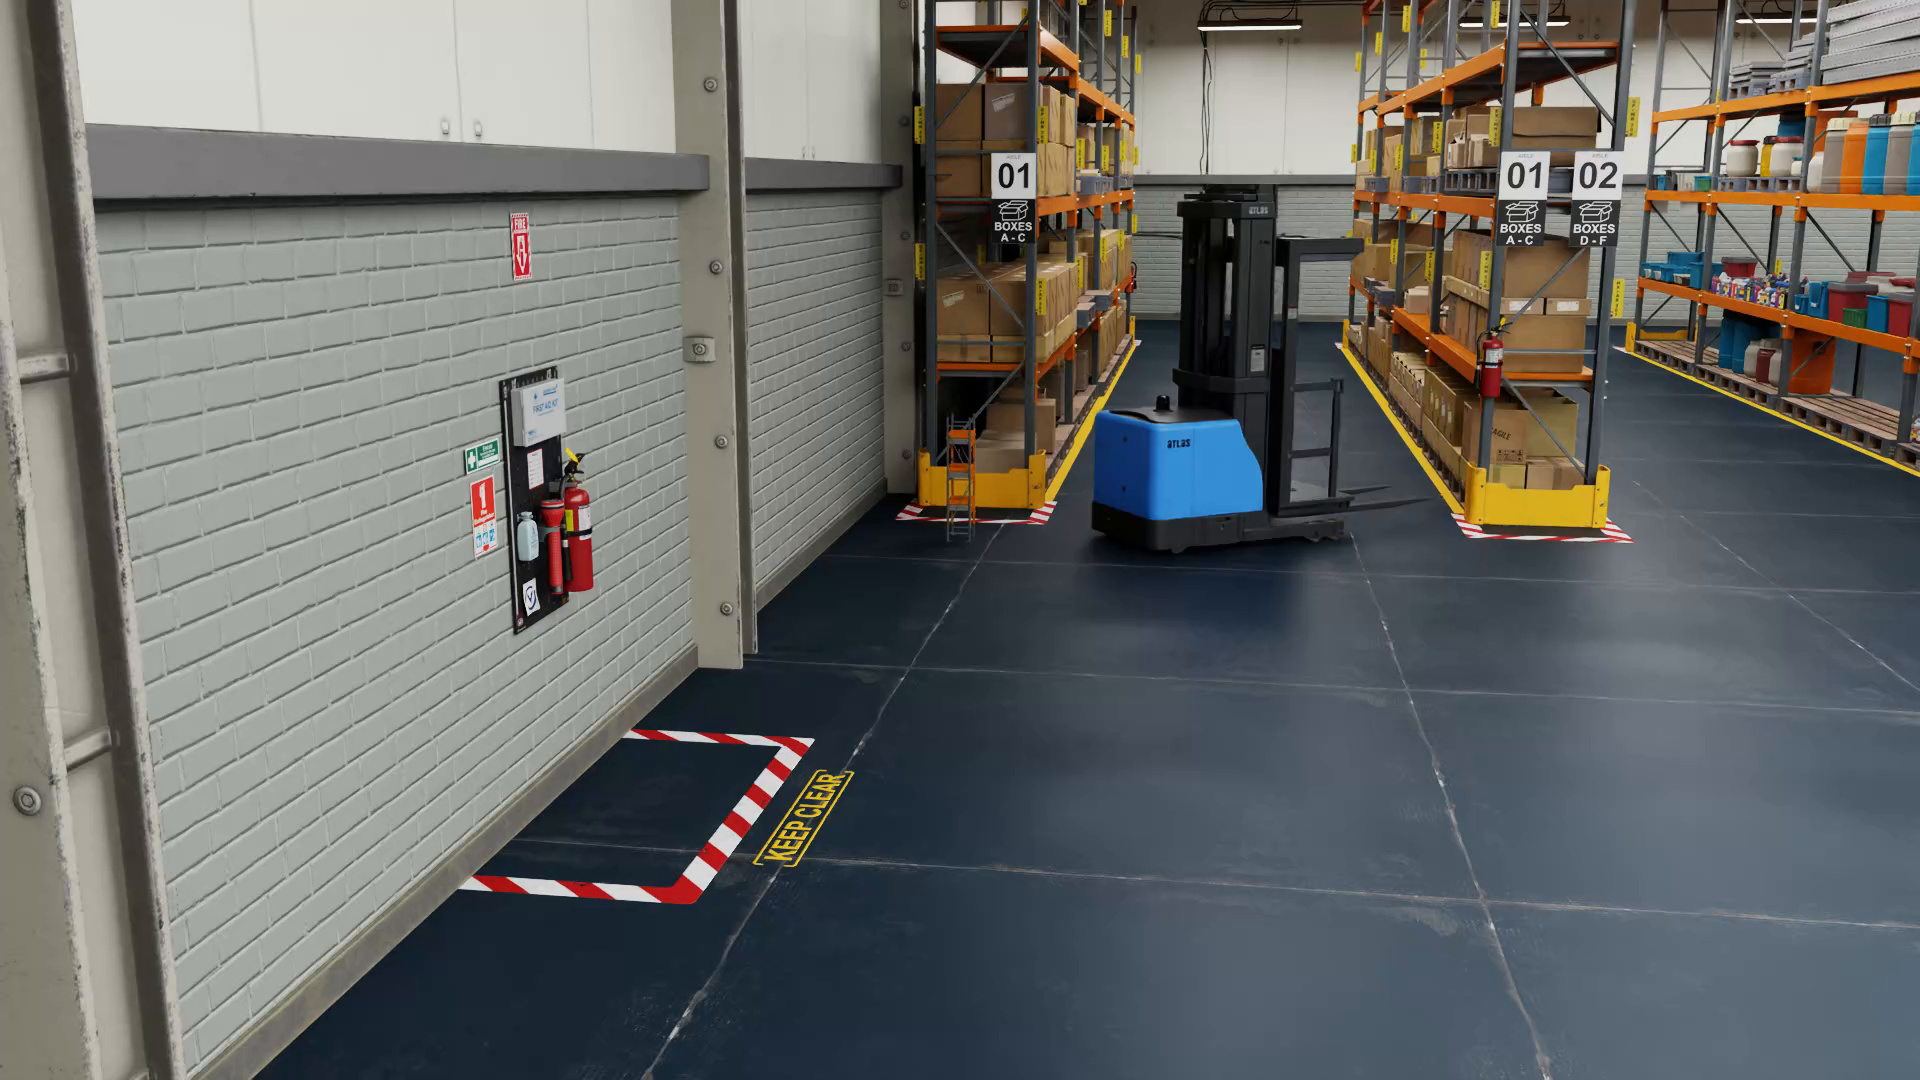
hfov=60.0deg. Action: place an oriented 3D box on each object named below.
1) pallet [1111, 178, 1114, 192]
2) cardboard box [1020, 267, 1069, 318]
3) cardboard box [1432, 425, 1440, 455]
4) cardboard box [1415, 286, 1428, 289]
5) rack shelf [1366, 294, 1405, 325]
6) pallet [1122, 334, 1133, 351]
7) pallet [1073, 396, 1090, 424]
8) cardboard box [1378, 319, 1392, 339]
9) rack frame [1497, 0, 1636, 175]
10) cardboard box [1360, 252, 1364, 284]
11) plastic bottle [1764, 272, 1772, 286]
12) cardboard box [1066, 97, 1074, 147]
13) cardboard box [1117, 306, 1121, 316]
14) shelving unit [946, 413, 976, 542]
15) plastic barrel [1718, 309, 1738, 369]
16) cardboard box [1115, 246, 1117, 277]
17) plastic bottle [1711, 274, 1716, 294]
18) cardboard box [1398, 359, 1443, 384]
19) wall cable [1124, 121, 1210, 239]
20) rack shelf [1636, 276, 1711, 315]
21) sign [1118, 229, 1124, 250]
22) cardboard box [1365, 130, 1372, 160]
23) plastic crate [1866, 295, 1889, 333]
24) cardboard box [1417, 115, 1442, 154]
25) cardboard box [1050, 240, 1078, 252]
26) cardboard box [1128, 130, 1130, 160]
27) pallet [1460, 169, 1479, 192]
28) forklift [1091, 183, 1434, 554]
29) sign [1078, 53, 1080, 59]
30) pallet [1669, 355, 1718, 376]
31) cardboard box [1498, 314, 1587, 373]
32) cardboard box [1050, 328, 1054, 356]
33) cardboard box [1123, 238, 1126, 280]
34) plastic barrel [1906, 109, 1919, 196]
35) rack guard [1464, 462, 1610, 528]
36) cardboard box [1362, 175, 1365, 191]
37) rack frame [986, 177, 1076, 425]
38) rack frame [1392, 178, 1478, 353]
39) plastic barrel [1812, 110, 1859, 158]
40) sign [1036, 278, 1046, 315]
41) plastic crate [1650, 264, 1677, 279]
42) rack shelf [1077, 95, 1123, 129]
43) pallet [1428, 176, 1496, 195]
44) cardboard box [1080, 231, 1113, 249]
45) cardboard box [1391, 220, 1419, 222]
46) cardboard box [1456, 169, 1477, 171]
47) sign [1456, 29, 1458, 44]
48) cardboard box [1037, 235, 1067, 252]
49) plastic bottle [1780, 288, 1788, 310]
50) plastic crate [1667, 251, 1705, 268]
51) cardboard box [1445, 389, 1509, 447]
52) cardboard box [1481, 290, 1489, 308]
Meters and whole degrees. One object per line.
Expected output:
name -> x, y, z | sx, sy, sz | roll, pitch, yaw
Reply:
pallet -> 1.944, -5.468, 25.579 | 0.805, 0.209, 1.217 | 1, 12, 6
cardboard box -> 0.879, -2.608, 17.504 | 0.500, 0.500, 0.500 | 2, 12, 7
cardboard box -> 5.166, -1.029, 17.178 | 0.500, 0.250, 0.500 | 2, 12, 9
cardboard box -> 6.217, -3.177, 21.827 | 0.500, 0.311, 0.500 | 3, 12, 12
rack shelf -> 6.624, -3.360, 24.170 | 1.077, 0.370, 4.000 | 2, 12, 9
pallet -> 2.605, -3.588, 30.141 | 1.003, 0.211, 1.213 | 2, 12, 9
pallet -> 1.109, -1.676, 21.268 | 1.003, 0.211, 1.213 | 2, 12, 9
cardboard box -> 6.386, -3.082, 24.283 | 0.500, 0.250, 0.500 | 2, 12, 8
rack frame -> 5.086, -4.562, 13.803 | 1.000, 3.000, 0.127 | 2, 12, 9
cardboard box -> 6.909, -4.503, 27.532 | 0.500, 0.500, 0.500 | 2, 12, 10
plastic bottle -> 11.864, -3.745, 24.368 | 0.144, 0.351, 0.185 | 2, 12, 9
cardboard box -> 0.922, -4.408, 17.548 | 0.500, 0.500, 0.500 | 3, 12, 12
cardboard box -> 2.565, -3.914, 28.433 | 0.380, 0.149, 0.250 | 2, 12, 7
shelving unit -> 0.008, -0.524, 13.934 | 0.215, 1.050, 0.252 | 2, 12, 9
plastic barrel -> 11.724, -3.033, 24.932 | 0.600, 0.901, 0.708 | 2, 12, 9
cardboard box -> 2.214, -4.387, 26.240 | 0.500, 0.500, 0.500 | 2, 12, 8
plastic bottle -> 11.347, -3.847, 25.000 | 0.061, 0.283, 0.133 | 2, 12, 9
cardboard box -> 5.792, -2.115, 20.886 | 0.500, 0.311, 0.500 | 2, 12, 7
wall cable -> 3.874, -7.701, 35.736 | 3.097, 2.526, 0.112 | 2, 12, 9
rack shelf -> 12.133, -4.031, 27.286 | 1.077, 0.370, 4.000 | 2, 12, 9
sign -> 2.573, -4.799, 26.582 | 0.100, 0.325, 0.005 | 2, 12, 9
cardboard box -> 7.323, -6.756, 28.489 | 0.700, 0.500, 0.500 | 2, 12, 9
plastic crate -> 10.457, -2.533, 18.665 | 0.392, 0.384, 0.575 | 2, 12, 9
cardboard box -> 6.389, -5.390, 22.151 | 0.500, 0.500, 0.500 | 2, 12, 9
cardboard box -> 1.397, -3.963, 22.441 | 0.380, 0.149, 0.250 | 0, 12, 1
cardboard box -> 2.648, -6.760, 28.462 | 0.500, 0.500, 0.500 | 1, 12, 6
pallet -> 5.405, -3.454, 15.990 | 1.003, 0.211, 1.213 | 2, 12, 9
forklift -> 2.672, -1.512, 14.051 | 3.031, 2.935, 1.130 | -6, 13, -25
sign -> 2.104, -8.606, 29.974 | 0.100, 0.325, 0.005 | 2, 12, 9
pallet -> 11.900, -2.758, 26.288 | 1.003, 0.211, 1.213 | 2, 12, 9
cardboard box -> 5.170, -1.775, 14.874 | 0.700, 0.500, 0.500 | 2, 12, 9
cardboard box -> 0.645, -1.926, 16.117 | 0.500, 0.250, 0.500 | 1, 12, 7
cardboard box -> 2.355, -4.850, 28.666 | 0.980, 0.700, 0.700 | 1, 12, 6
plastic barrel -> 10.458, -4.125, 17.706 | 0.600, 0.901, 0.708 | 2, 12, 9
rack guard -> 5.082, -0.403, 14.675 | 1.175, 0.500, 0.348 | 2, 12, 9
cardboard box -> 6.981, -5.943, 27.684 | 0.500, 0.250, 0.500 | 2, 12, 9
rack frame -> 0.805, -2.622, 19.040 | 1.000, 3.000, 0.127 | 2, 12, 9
rack frame -> 6.316, -3.295, 22.163 | 1.000, 3.000, 0.127 | 2, 12, 9
plastic barrel -> 11.300, -5.133, 21.557 | 0.600, 0.830, 0.708 | 2, 12, 9
sign -> 0.726, -2.195, 15.004 | 0.100, 0.325, 0.005 | 2, 12, 9
plastic crate -> 11.976, -4.569, 28.328 | 0.416, 0.233, 0.300 | 2, 12, 9
rack shelf -> 1.728, -6.257, 24.322 | 1.077, 0.370, 4.000 | 2, 12, 9
pallet -> 5.824, -4.019, 18.857 | 0.805, 0.209, 1.217 | 1, 12, 6
cardboard box -> 2.050, -4.540, 25.170 | 0.500, 0.250, 0.500 | 2, 12, 10
cardboard box -> 7.598, -5.183, 28.313 | 0.500, 0.500, 0.500 | 2, 12, 10
cardboard box -> 5.805, -4.189, 18.548 | 0.500, 0.250, 0.500 | 3, 13, 15
sign -> 7.480, -7.578, 25.201 | 0.100, 0.325, 0.005 | 2, 12, 9
cardboard box -> 1.234, -4.128, 23.258 | 0.500, 0.250, 0.500 | 2, 12, 10
plastic bottle -> 10.850, -3.175, 21.882 | 0.061, 0.283, 0.133 | 2, 12, 9
plastic crate -> 12.573, -4.770, 28.780 | 0.616, 0.435, 0.499 | 2, 12, 9
cardboard box -> 5.013, -1.187, 16.133 | 0.500, 0.500, 0.500 | 2, 12, 9
cardboard box -> 5.075, -2.241, 15.497 | 0.380, 0.149, 0.250 | 2, 12, 9
